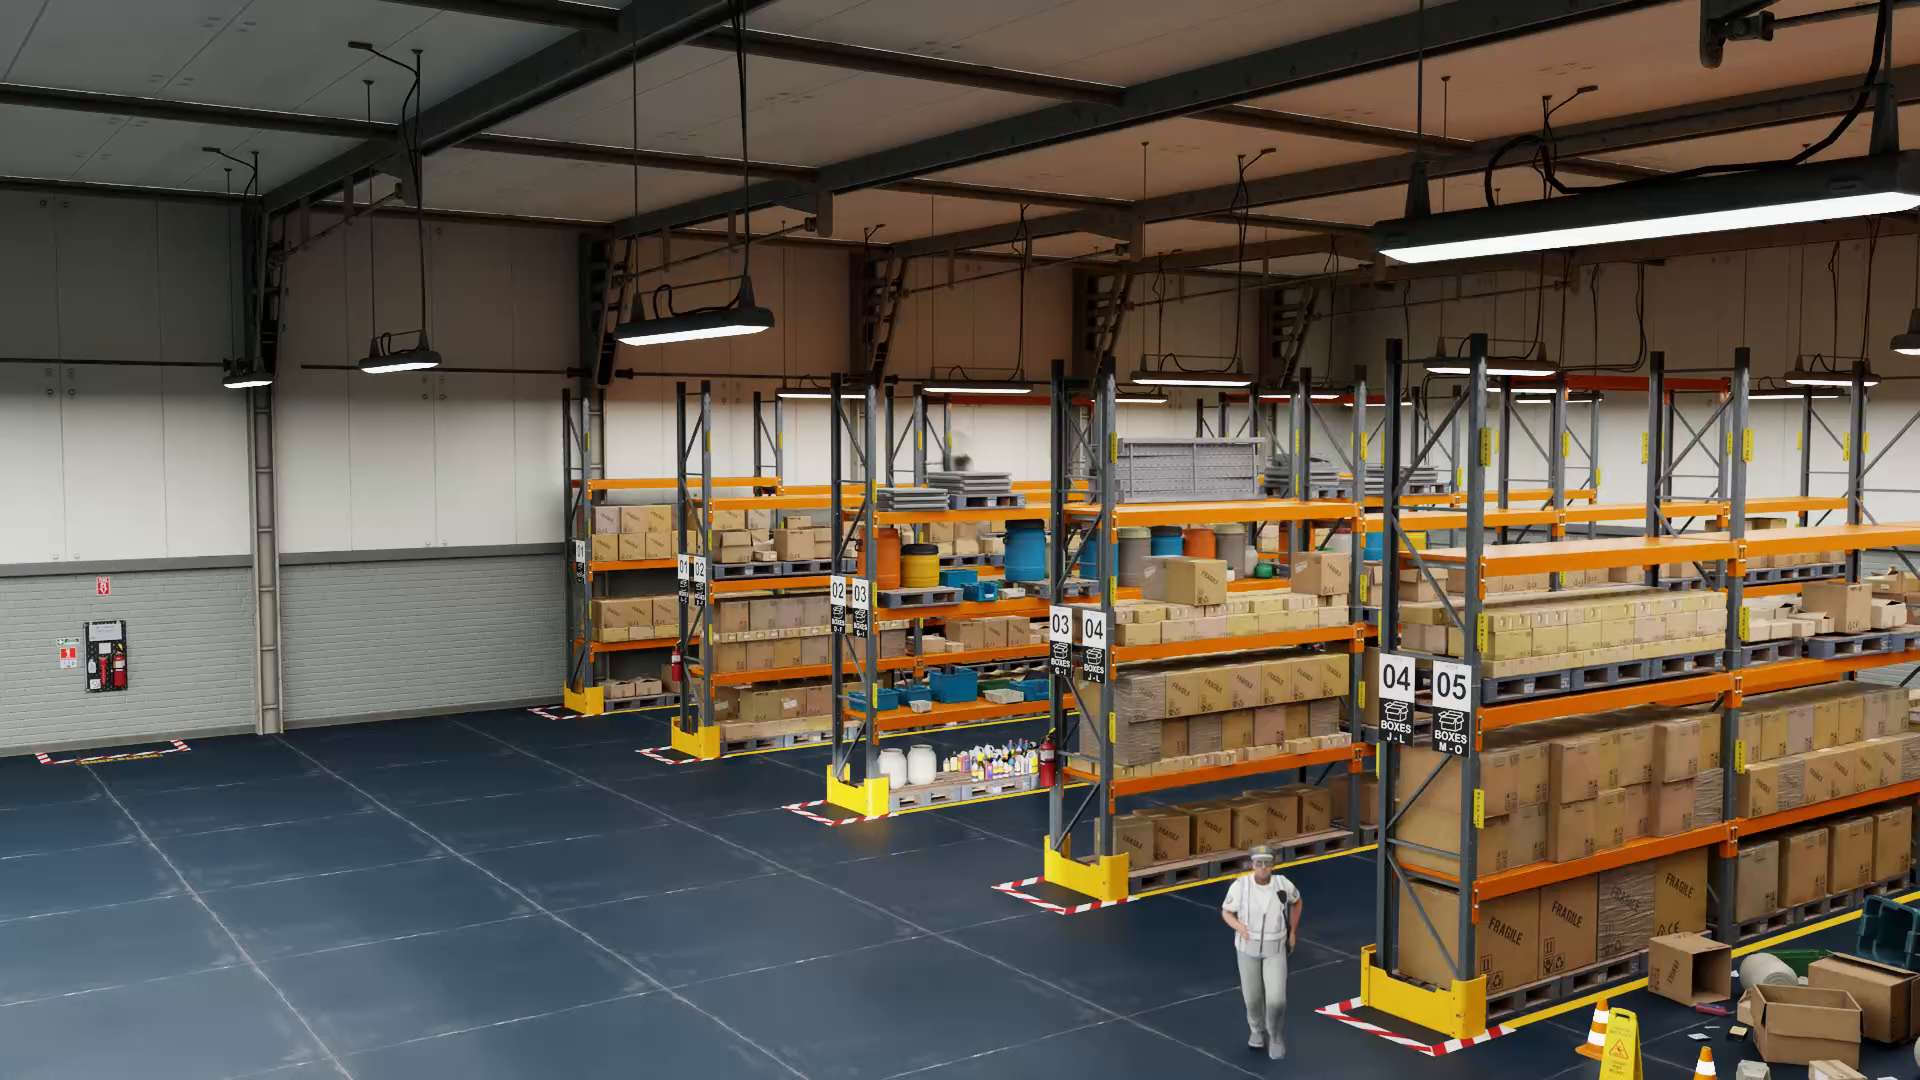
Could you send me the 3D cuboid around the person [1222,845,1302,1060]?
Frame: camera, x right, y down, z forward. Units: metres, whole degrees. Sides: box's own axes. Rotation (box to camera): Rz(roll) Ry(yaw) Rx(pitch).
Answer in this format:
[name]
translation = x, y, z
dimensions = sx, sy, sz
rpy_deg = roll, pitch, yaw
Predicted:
[person]
translation = 2.498, 3.409, 13.773
dimensions = 0.659, 1.803, 0.710
rpy_deg = 1, 4, 11
